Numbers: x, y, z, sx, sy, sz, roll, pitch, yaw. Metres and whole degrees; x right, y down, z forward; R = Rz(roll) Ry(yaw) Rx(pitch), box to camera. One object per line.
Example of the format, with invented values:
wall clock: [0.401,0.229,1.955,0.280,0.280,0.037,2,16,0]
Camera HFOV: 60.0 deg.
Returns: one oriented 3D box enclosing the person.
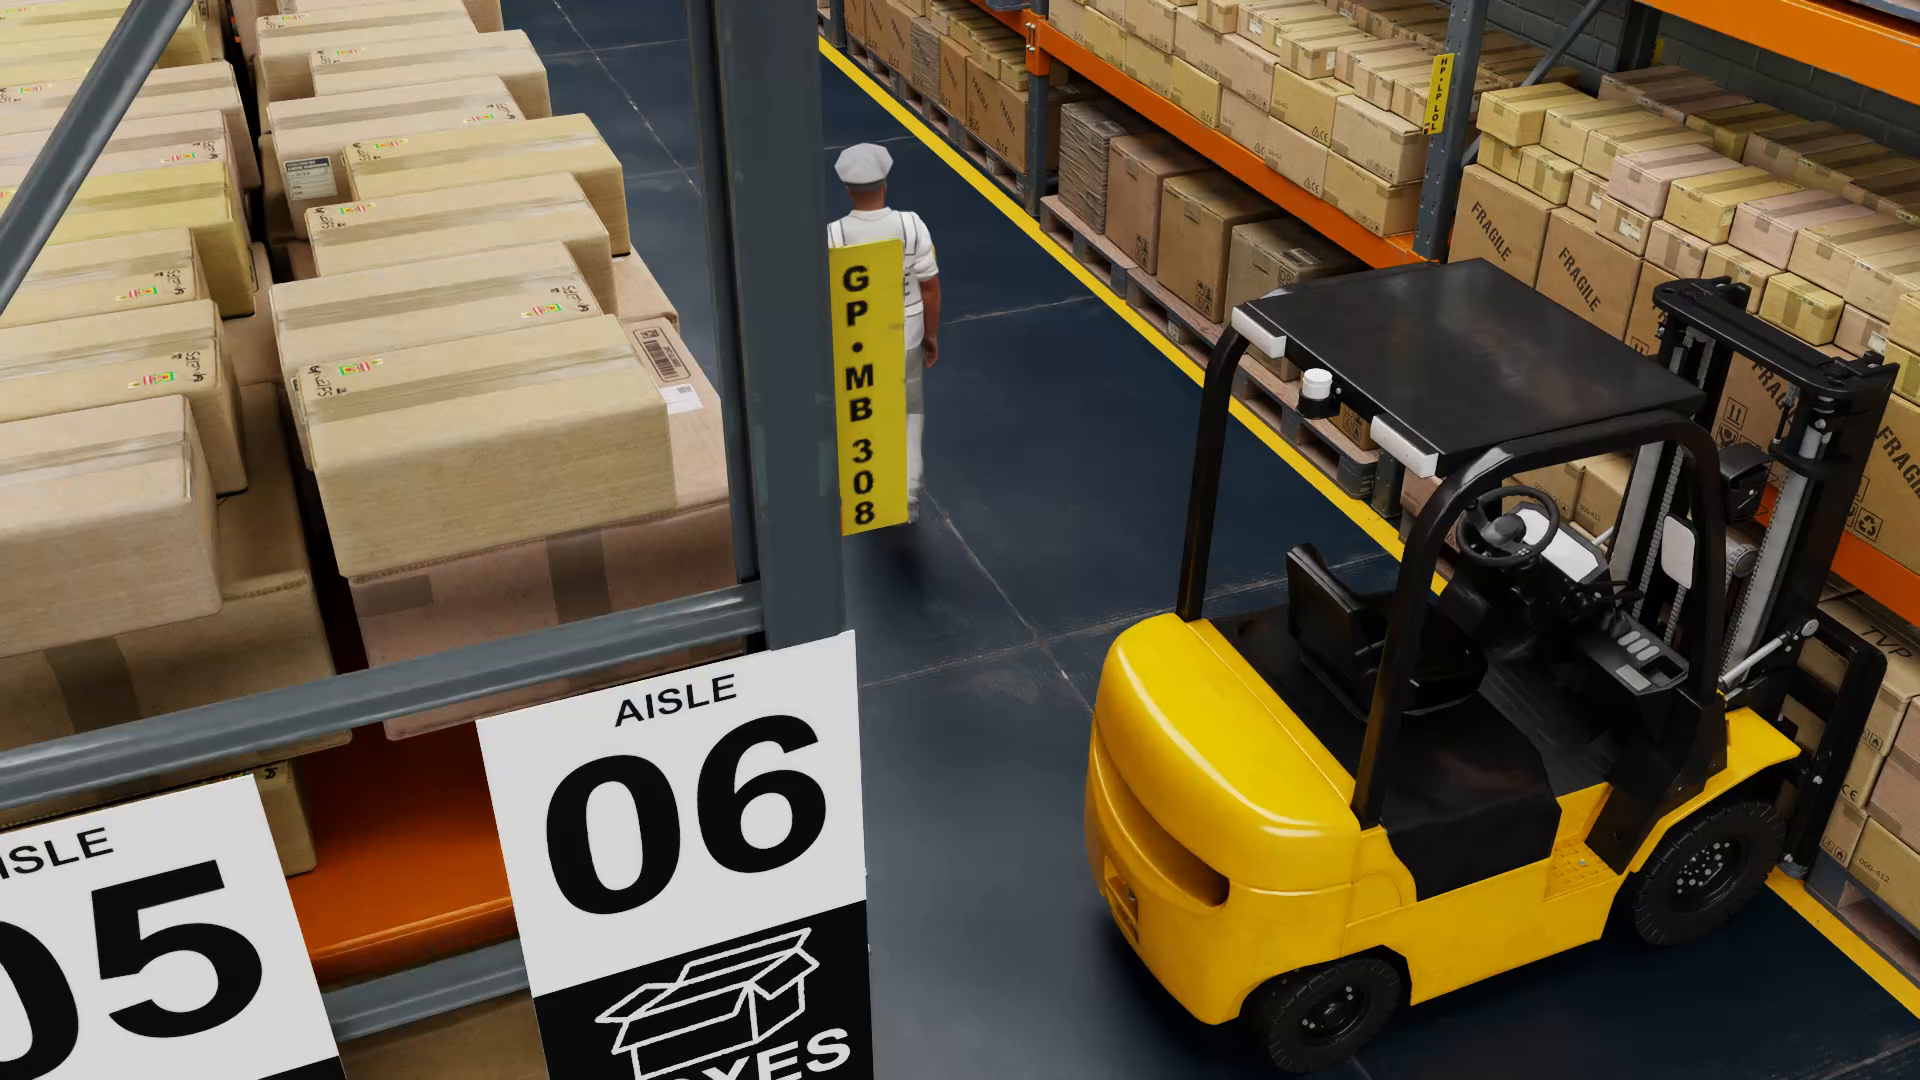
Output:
person: [-0.351,-0.882,7.438,0.549,1.738,0.836,-4,33,-6]
